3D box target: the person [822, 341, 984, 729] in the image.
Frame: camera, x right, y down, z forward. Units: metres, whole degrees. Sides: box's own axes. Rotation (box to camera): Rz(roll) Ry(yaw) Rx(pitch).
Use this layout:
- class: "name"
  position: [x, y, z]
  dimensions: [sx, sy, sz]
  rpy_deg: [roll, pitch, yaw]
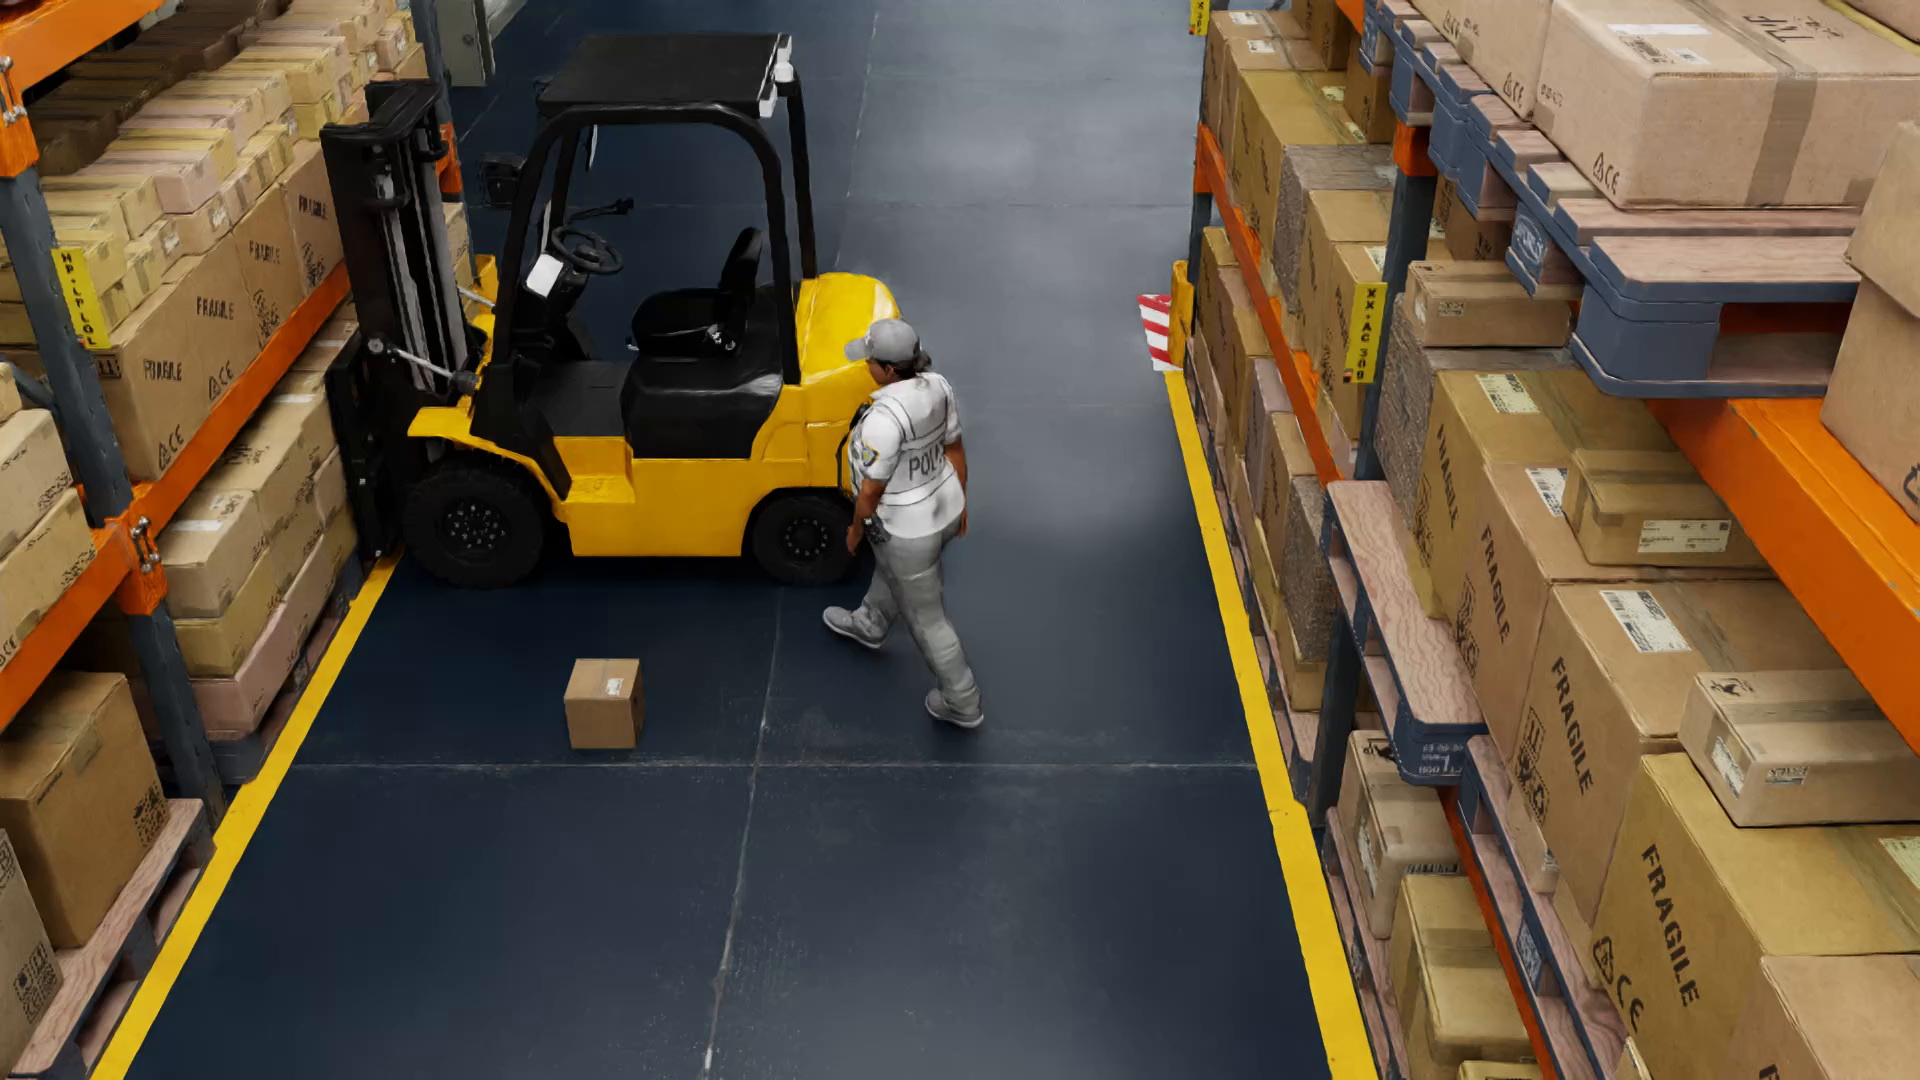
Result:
- class: "person"
  position: [-0.265, -0.100, 6.315]
  dimensions: [0.894, 1.620, 0.543]
  rpy_deg: [14, 34, 22]
